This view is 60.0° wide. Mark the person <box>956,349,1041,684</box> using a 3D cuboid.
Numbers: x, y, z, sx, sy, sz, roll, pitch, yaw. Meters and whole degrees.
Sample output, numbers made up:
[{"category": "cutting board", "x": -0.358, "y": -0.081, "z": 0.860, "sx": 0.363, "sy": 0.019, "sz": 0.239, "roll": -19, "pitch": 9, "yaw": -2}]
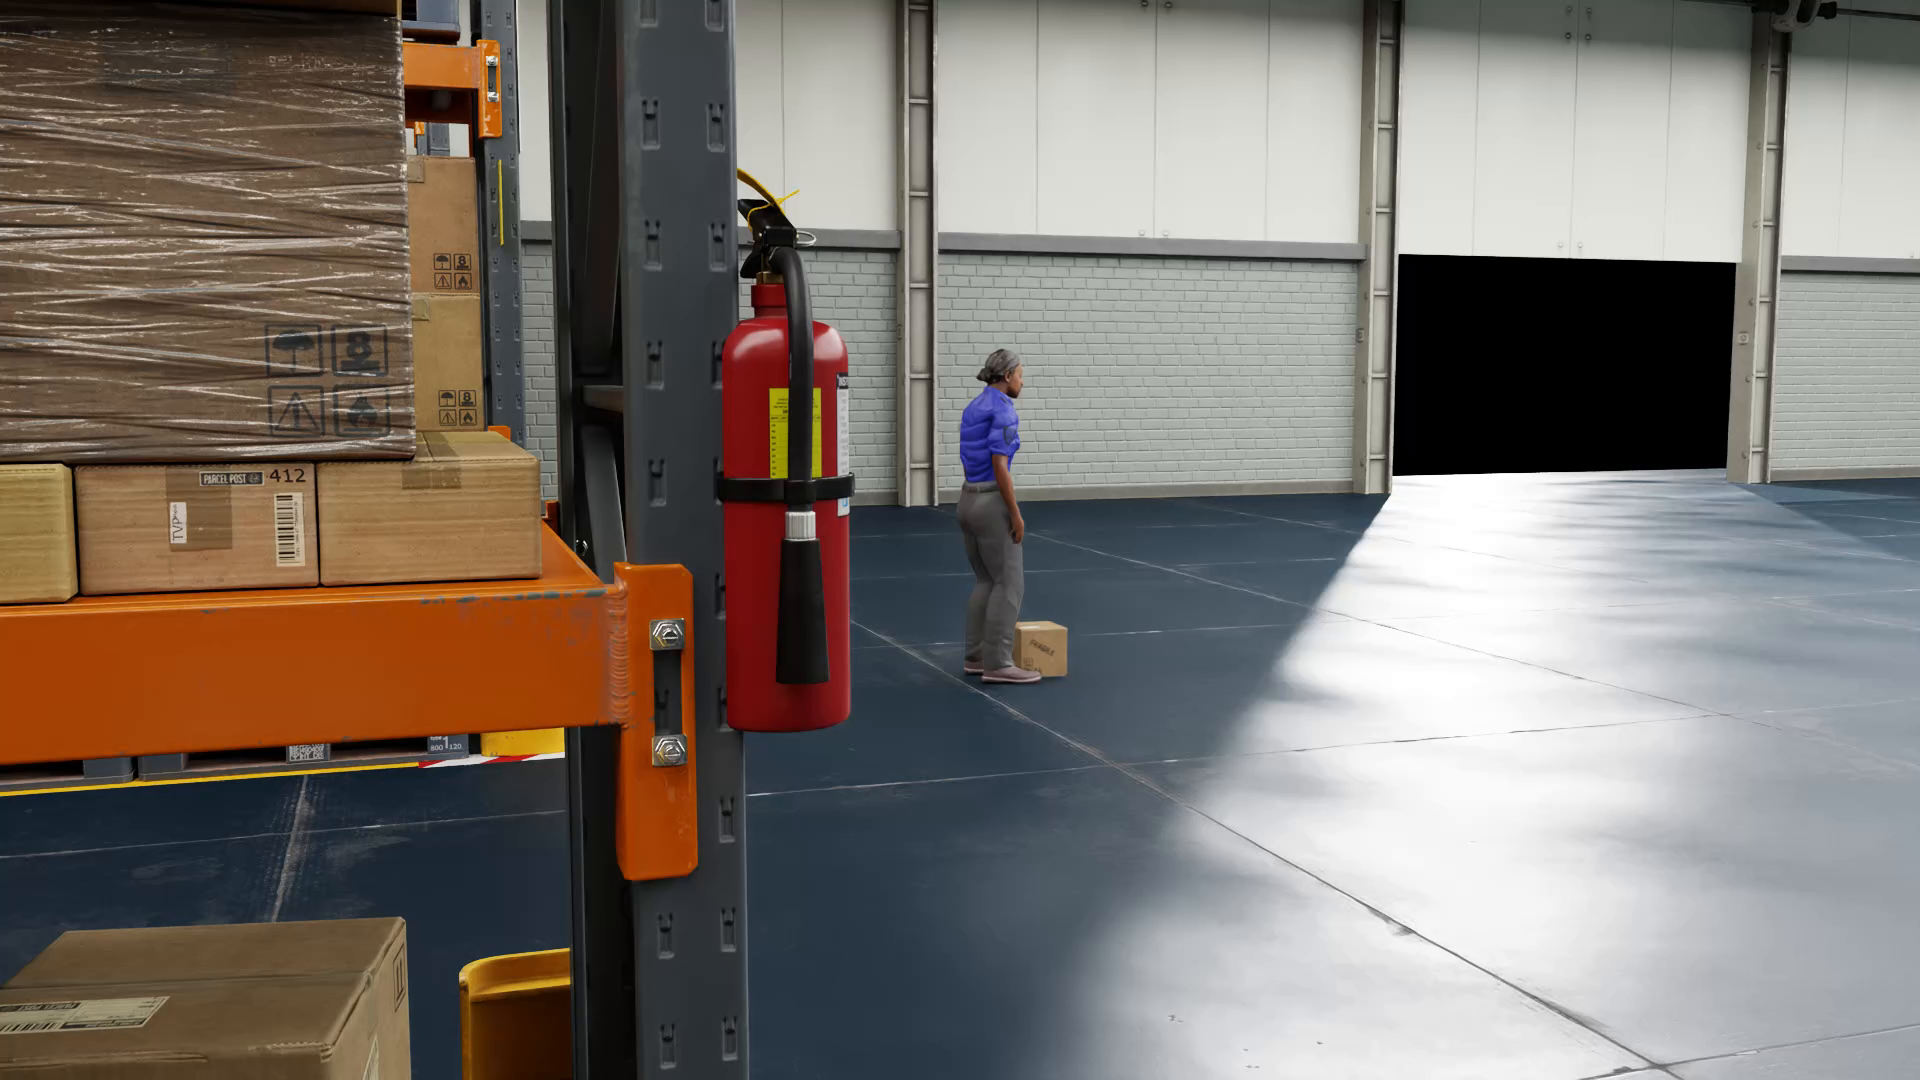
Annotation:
[{"category": "person", "x": 0.173, "y": -0.128, "z": 8.340, "sx": 0.347, "sy": 1.655, "sz": 0.506, "roll": -2, "pitch": 6, "yaw": -21}]
